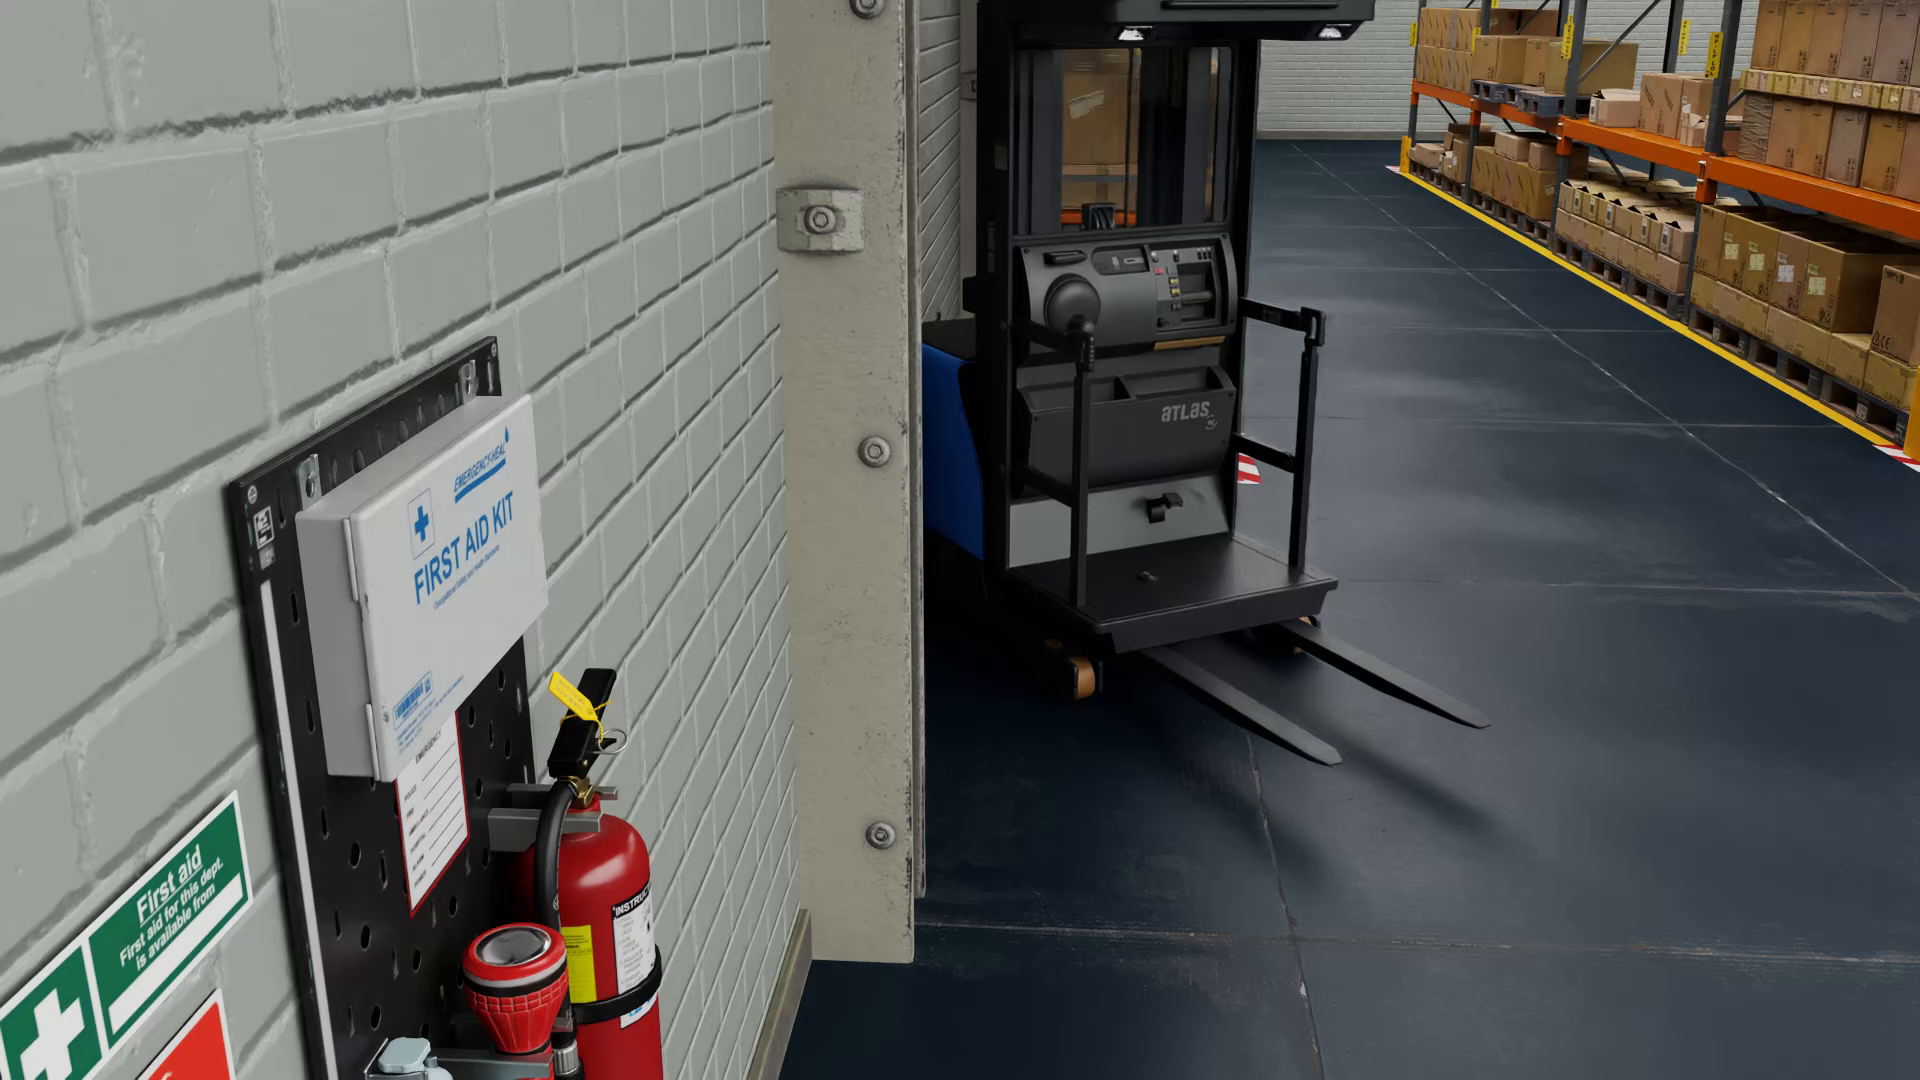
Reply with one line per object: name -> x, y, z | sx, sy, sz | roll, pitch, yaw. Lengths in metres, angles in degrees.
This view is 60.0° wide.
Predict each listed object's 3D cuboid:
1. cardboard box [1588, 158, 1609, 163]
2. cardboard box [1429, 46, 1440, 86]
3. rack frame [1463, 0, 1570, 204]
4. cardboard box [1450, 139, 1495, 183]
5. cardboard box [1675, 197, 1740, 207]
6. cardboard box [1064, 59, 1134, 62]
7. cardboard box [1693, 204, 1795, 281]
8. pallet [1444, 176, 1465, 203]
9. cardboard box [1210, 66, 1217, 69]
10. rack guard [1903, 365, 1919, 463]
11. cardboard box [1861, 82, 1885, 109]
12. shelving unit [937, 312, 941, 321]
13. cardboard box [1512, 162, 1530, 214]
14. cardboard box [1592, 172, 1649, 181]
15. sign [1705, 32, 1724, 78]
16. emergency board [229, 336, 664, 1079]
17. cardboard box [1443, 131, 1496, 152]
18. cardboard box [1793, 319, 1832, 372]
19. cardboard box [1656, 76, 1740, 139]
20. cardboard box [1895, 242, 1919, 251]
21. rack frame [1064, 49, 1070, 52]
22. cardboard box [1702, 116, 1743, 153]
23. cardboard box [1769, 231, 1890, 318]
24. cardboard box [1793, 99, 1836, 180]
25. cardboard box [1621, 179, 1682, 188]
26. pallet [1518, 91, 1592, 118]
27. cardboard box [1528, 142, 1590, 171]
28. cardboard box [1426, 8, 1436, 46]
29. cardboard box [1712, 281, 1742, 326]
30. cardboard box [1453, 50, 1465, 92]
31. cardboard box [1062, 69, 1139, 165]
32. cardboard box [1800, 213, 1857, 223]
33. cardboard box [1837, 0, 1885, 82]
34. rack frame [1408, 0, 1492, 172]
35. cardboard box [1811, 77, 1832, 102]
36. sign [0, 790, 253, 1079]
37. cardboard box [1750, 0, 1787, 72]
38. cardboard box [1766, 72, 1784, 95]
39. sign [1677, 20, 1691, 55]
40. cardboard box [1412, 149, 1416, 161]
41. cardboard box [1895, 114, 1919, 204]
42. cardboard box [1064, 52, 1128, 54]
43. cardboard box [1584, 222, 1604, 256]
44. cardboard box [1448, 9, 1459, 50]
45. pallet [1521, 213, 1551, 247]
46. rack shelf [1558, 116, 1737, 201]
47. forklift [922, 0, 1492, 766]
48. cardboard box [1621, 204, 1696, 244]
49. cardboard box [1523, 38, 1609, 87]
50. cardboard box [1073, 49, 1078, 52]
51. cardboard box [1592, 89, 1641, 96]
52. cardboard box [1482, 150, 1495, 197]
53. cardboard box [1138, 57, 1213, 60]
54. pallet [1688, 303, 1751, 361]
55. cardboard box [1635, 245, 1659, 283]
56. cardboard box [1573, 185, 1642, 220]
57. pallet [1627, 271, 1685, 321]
cardboard box -> 6.912, -3.994, 18.604 | 0.500, 0.500, 0.500 | 1, 18, 2
cardboard box -> 6.698, -6.442, 22.604 | 0.500, 0.500, 0.500 | 1, 18, 4
rack frame -> 6.776, -5.600, 20.196 | 1.000, 3.000, 0.127 | 1, 18, 4
cardboard box -> 6.534, -4.804, 21.076 | 0.500, 0.500, 0.500 | 1, 18, 4
cardboard box -> 6.590, -2.875, 14.721 | 0.500, 0.311, 0.500 | 2, 18, 5
cardboard box -> 0.911, -2.901, 10.965 | 0.500, 0.500, 0.500 | 2, 18, 5
cardboard box -> 5.857, -2.228, 12.441 | 0.500, 0.500, 0.500 | 1, 18, 4
pallet -> 6.826, -4.488, 21.281 | 1.003, 0.211, 1.213 | 1, 18, 4
cardboard box -> 1.354, -2.572, 9.959 | 0.500, 0.500, 0.500 | 1, 18, 4
rack guard -> 5.914, -0.678, 9.188 | 1.175, 0.500, 0.348 | 1, 18, 4
cardboard box -> 5.845, -2.754, 10.308 | 0.380, 0.149, 0.250 | 2, 18, 5
shelving unit -> -0.012, -0.534, 7.864 | 0.215, 1.050, 0.252 | 1, 18, 3
cardboard box -> 6.360, -3.835, 18.118 | 0.500, 0.500, 0.500 | 1, 18, 2
cardboard box -> 6.807, -3.514, 17.137 | 0.500, 0.500, 0.500 | 2, 18, 6
sign -> 5.661, -3.637, 12.473 | 0.100, 0.325, 0.005 | 1, 18, 4
emergency board -> -0.483, 0.411, 1.852 | 0.194, 1.169, 0.643 | 1, 18, 4
cardboard box -> 6.906, -5.206, 22.297 | 0.797, 0.503, 0.637 | 1, 18, 4
cardboard box -> 5.718, -1.250, 10.662 | 0.500, 0.250, 0.500 | 1, 18, 4
cardboard box -> 6.348, -3.720, 14.299 | 0.500, 0.500, 0.500 | 1, 18, 4
cardboard box -> 6.233, -1.595, 10.510 | 0.500, 0.500, 0.500 | 1, 18, 4
rack frame -> 1.261, -3.225, 12.947 | 1.000, 3.000, 0.127 | 1, 18, 4
cardboard box -> 6.194, -3.198, 13.106 | 0.500, 0.250, 0.500 | 2, 18, 7
cardboard box -> 5.752, -1.762, 11.019 | 0.500, 0.500, 0.500 | 1, 18, 4
cardboard box -> 6.106, -2.705, 11.201 | 0.700, 0.500, 0.500 | 2, 18, 5
cardboard box -> 6.698, -3.349, 16.167 | 0.500, 0.311, 0.500 | 2, 18, 5
pallet -> 6.468, -4.479, 17.082 | 1.213, 0.211, 1.003 | 1, 18, 4
cardboard box -> 6.322, -4.049, 17.565 | 0.500, 0.250, 0.500 | 2, 18, 6
cardboard box -> 6.738, -7.070, 22.918 | 0.500, 0.500, 0.500 | 1, 18, 4
cardboard box -> 5.826, -1.716, 12.084 | 0.500, 0.250, 0.500 | 1, 18, 4
cardboard box -> 6.592, -5.969, 21.160 | 0.500, 0.500, 0.500 | 2, 18, 5
cardboard box -> 0.797, -2.428, 9.521 | 0.500, 0.500, 0.500 | 1, 18, 3
cardboard box -> 6.340, -2.061, 11.932 | 0.500, 0.500, 0.500 | 1, 18, 4
cardboard box -> 6.069, -3.174, 10.548 | 0.700, 0.500, 0.500 | 1, 18, 4
rack frame -> 7.063, -6.842, 23.987 | 1.000, 3.000, 0.127 | 1, 18, 4
cardboard box -> 5.902, -2.992, 11.034 | 0.380, 0.149, 0.250 | 1, 18, 2
sign -> -0.617, 0.310, 1.250 | 0.001, 0.109, 0.331 | 1, 18, 4
cardboard box -> 6.177, -3.641, 11.975 | 0.700, 0.500, 0.500 | 1, 18, 4
cardboard box -> 5.956, -3.234, 11.773 | 0.380, 0.149, 0.250 | 1, 18, 2
sign -> 7.043, -4.897, 16.190 | 0.100, 0.325, 0.005 | 1, 18, 4
cardboard box -> 6.672, -5.505, 23.750 | 0.380, 0.166, 0.250 | 1, 18, 4
cardboard box -> 5.995, -2.228, 9.746 | 0.700, 0.500, 0.500 | 2, 18, 5
cardboard box -> 1.019, -3.378, 12.419 | 0.500, 0.500, 0.500 | 1, 18, 3
cardboard box -> 6.093, -2.777, 15.321 | 0.500, 0.250, 0.500 | 1, 18, 2
cardboard box -> 6.625, -6.601, 21.485 | 0.500, 0.500, 0.500 | 1, 18, 4
pallet -> 6.581, -3.264, 17.544 | 1.003, 0.211, 1.213 | 1, 18, 4
rack shelf -> 6.346, -3.395, 14.621 | 1.077, 0.370, 4.000 | 1, 18, 4
forklift -> 0.748, -0.959, 6.143 | 1.130, 2.935, 3.031 | -9, 20, -25
cardboard box -> 6.015, -2.724, 14.259 | 0.500, 0.311, 0.500 | 1, 18, 4
cardboard box -> 6.711, -5.297, 18.436 | 0.700, 0.500, 0.500 | -3, 18, -10
cardboard box -> 1.319, -4.818, 17.139 | 0.500, 0.500, 0.500 | 1, 18, 4
cardboard box -> 6.420, -4.203, 16.077 | 0.500, 0.311, 0.500 | 2, 18, 7
cardboard box -> 6.471, -4.310, 19.569 | 0.500, 0.500, 0.500 | 2, 18, 5
cardboard box -> 1.459, -3.054, 11.431 | 0.500, 0.500, 0.500 | 1, 18, 2
pallet -> 6.104, -1.544, 12.297 | 1.003, 0.211, 1.213 | 1, 18, 4
cardboard box -> 5.981, -2.301, 13.868 | 0.500, 0.250, 0.500 | 1, 18, 3
cardboard box -> 6.130, -3.198, 15.705 | 0.500, 0.311, 0.500 | 1, 18, 3
pallet -> 6.217, -2.020, 13.749 | 1.003, 0.211, 1.213 | 1, 18, 4
